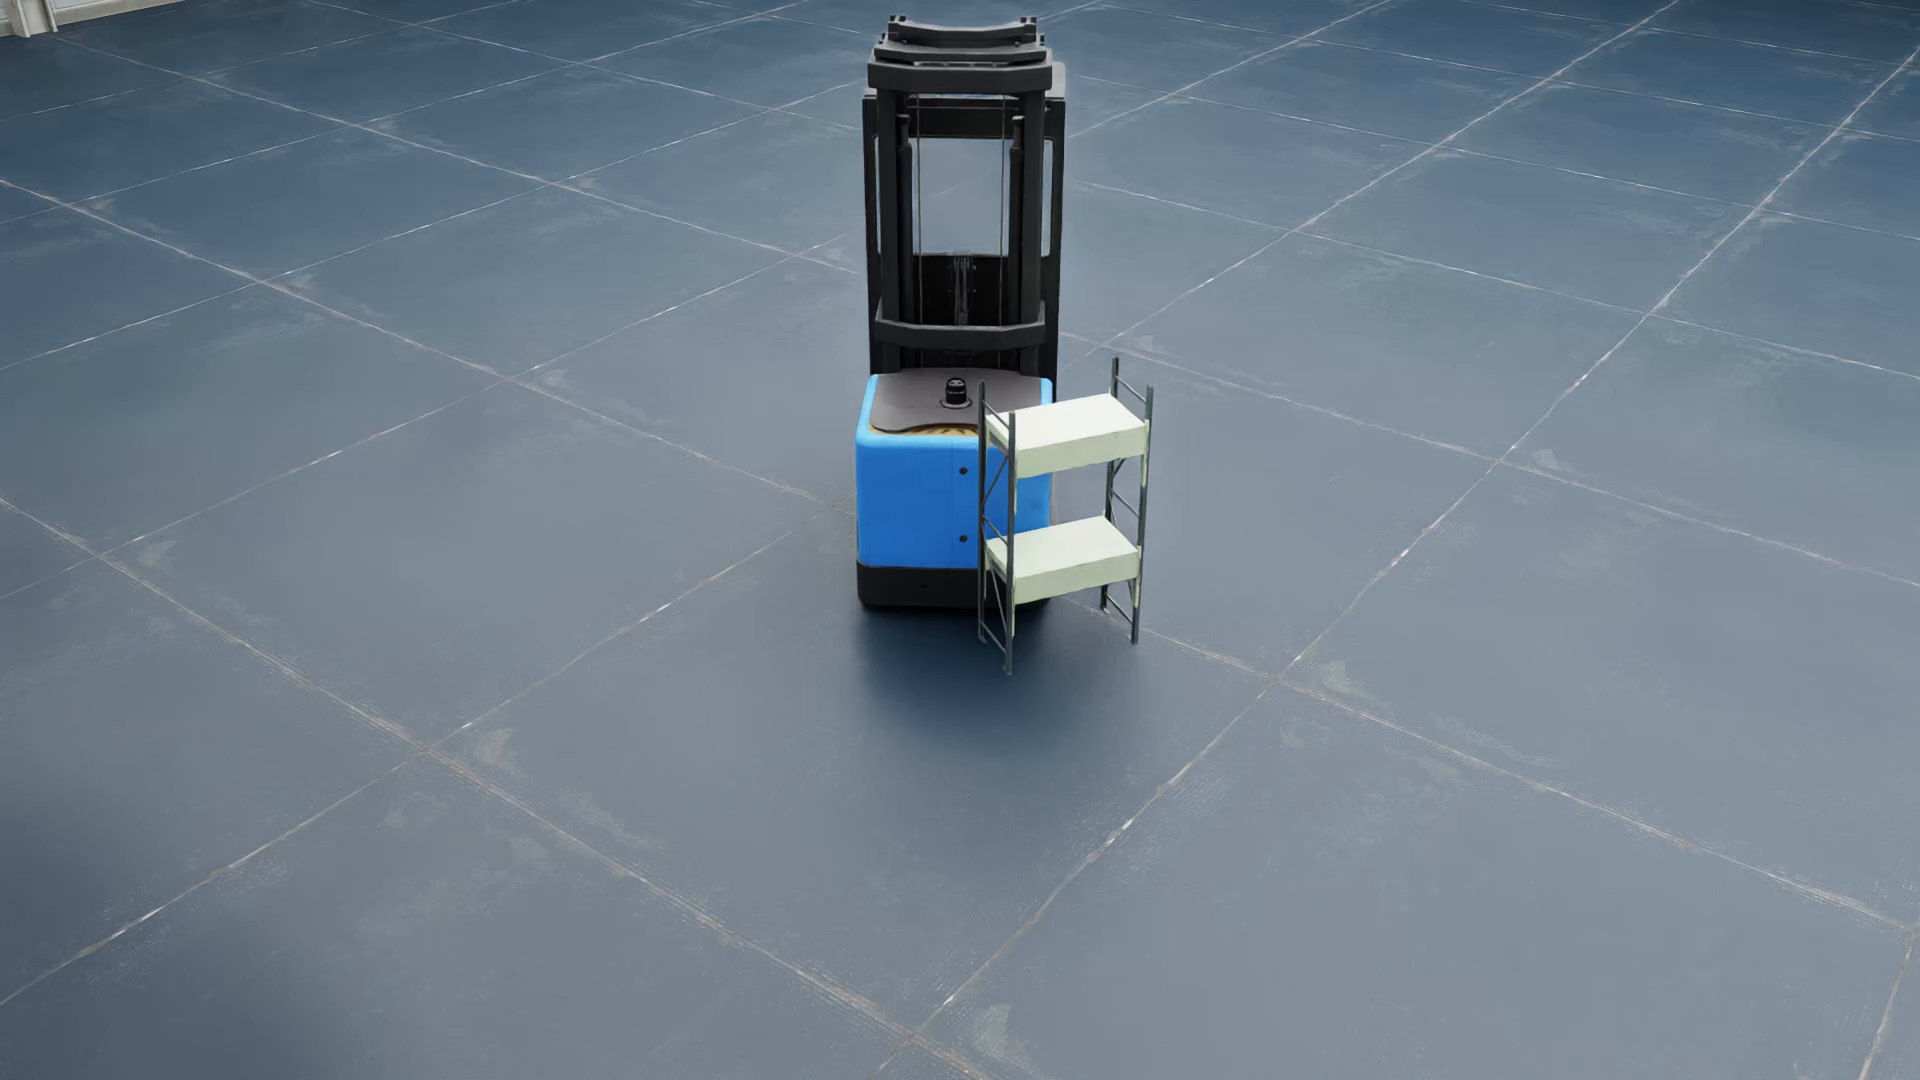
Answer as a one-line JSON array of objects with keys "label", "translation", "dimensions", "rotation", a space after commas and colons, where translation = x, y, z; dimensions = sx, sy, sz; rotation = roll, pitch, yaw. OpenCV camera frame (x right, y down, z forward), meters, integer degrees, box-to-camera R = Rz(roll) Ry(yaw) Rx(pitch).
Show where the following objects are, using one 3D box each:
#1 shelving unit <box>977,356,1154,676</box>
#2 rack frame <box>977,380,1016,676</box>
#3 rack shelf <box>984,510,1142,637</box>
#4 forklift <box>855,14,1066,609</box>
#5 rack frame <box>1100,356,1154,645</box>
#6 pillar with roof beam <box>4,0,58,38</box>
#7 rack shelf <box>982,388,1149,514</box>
[{"label": "shelving unit", "translation": [0.517, -0.114, 8.468], "dimensions": [0.755, 1.500, 0.431], "rotation": [-12, 32, -19]}, {"label": "rack frame", "translation": [0.179, -0.042, 8.347], "dimensions": [0.023, 1.500, 0.400], "rotation": [-12, 32, -19]}, {"label": "rack shelf", "translation": [0.517, 0.168, 8.633], "dimensions": [0.720, 0.370, 0.431], "rotation": [-12, 32, -19]}, {"label": "forklift", "translation": [0.034, -1.607, 9.587], "dimensions": [1.130, 2.935, 3.031], "rotation": [1, 31, 2]}, {"label": "rack frame", "translation": [0.855, -0.185, 8.589], "dimensions": [0.023, 1.500, 0.400], "rotation": [-12, 32, -19]}, {"label": "pillar with roof beam", "translation": [-7.742, -8.681, 15.572], "dimensions": [9.100, 9.000, 0.400], "rotation": [21, 37, 31]}, {"label": "rack shelf", "translation": [0.516, -0.450, 8.271], "dimensions": [0.720, 0.370, 0.431], "rotation": [-12, 32, -19]}]
